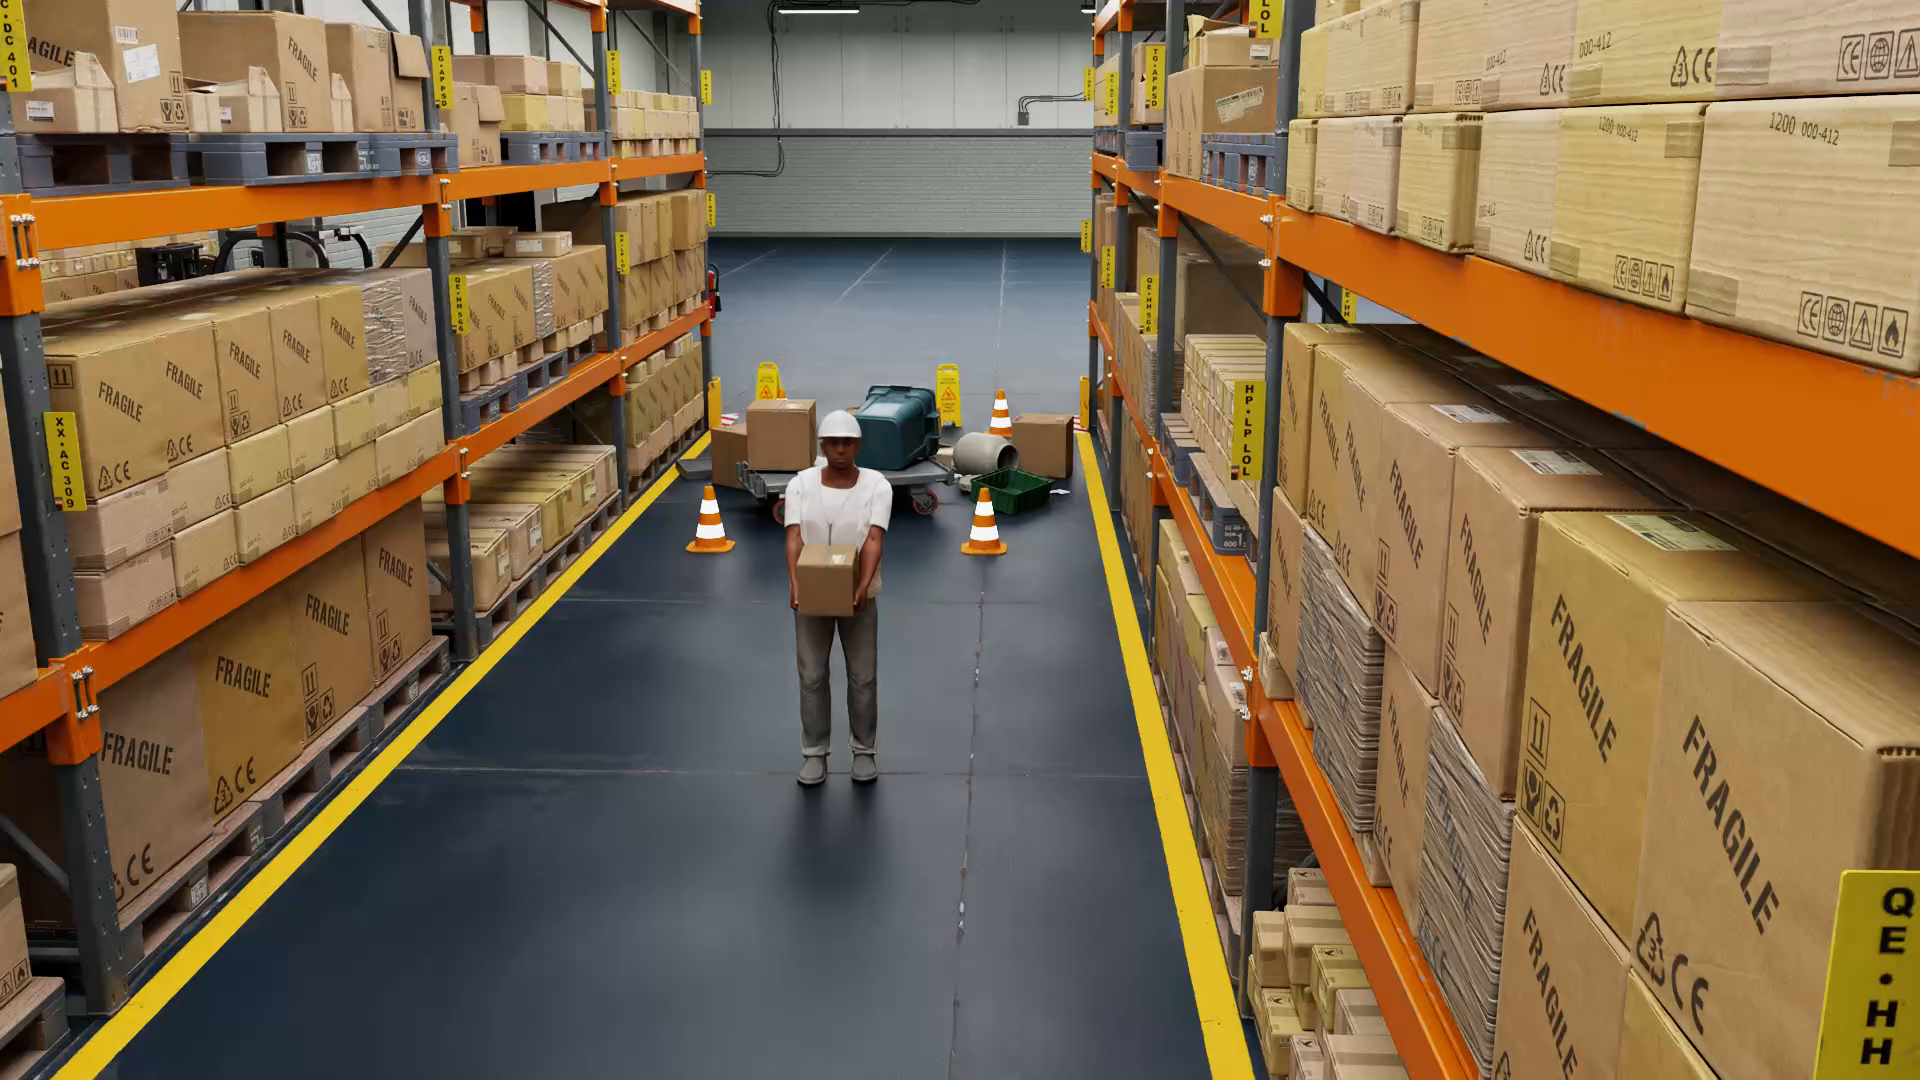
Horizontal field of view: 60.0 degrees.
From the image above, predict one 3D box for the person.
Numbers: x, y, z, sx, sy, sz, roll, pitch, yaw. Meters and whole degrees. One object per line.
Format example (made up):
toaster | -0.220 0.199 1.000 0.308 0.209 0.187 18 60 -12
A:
person | -0.578 0.283 7.795 0.521 1.767 0.573 0 14 1
